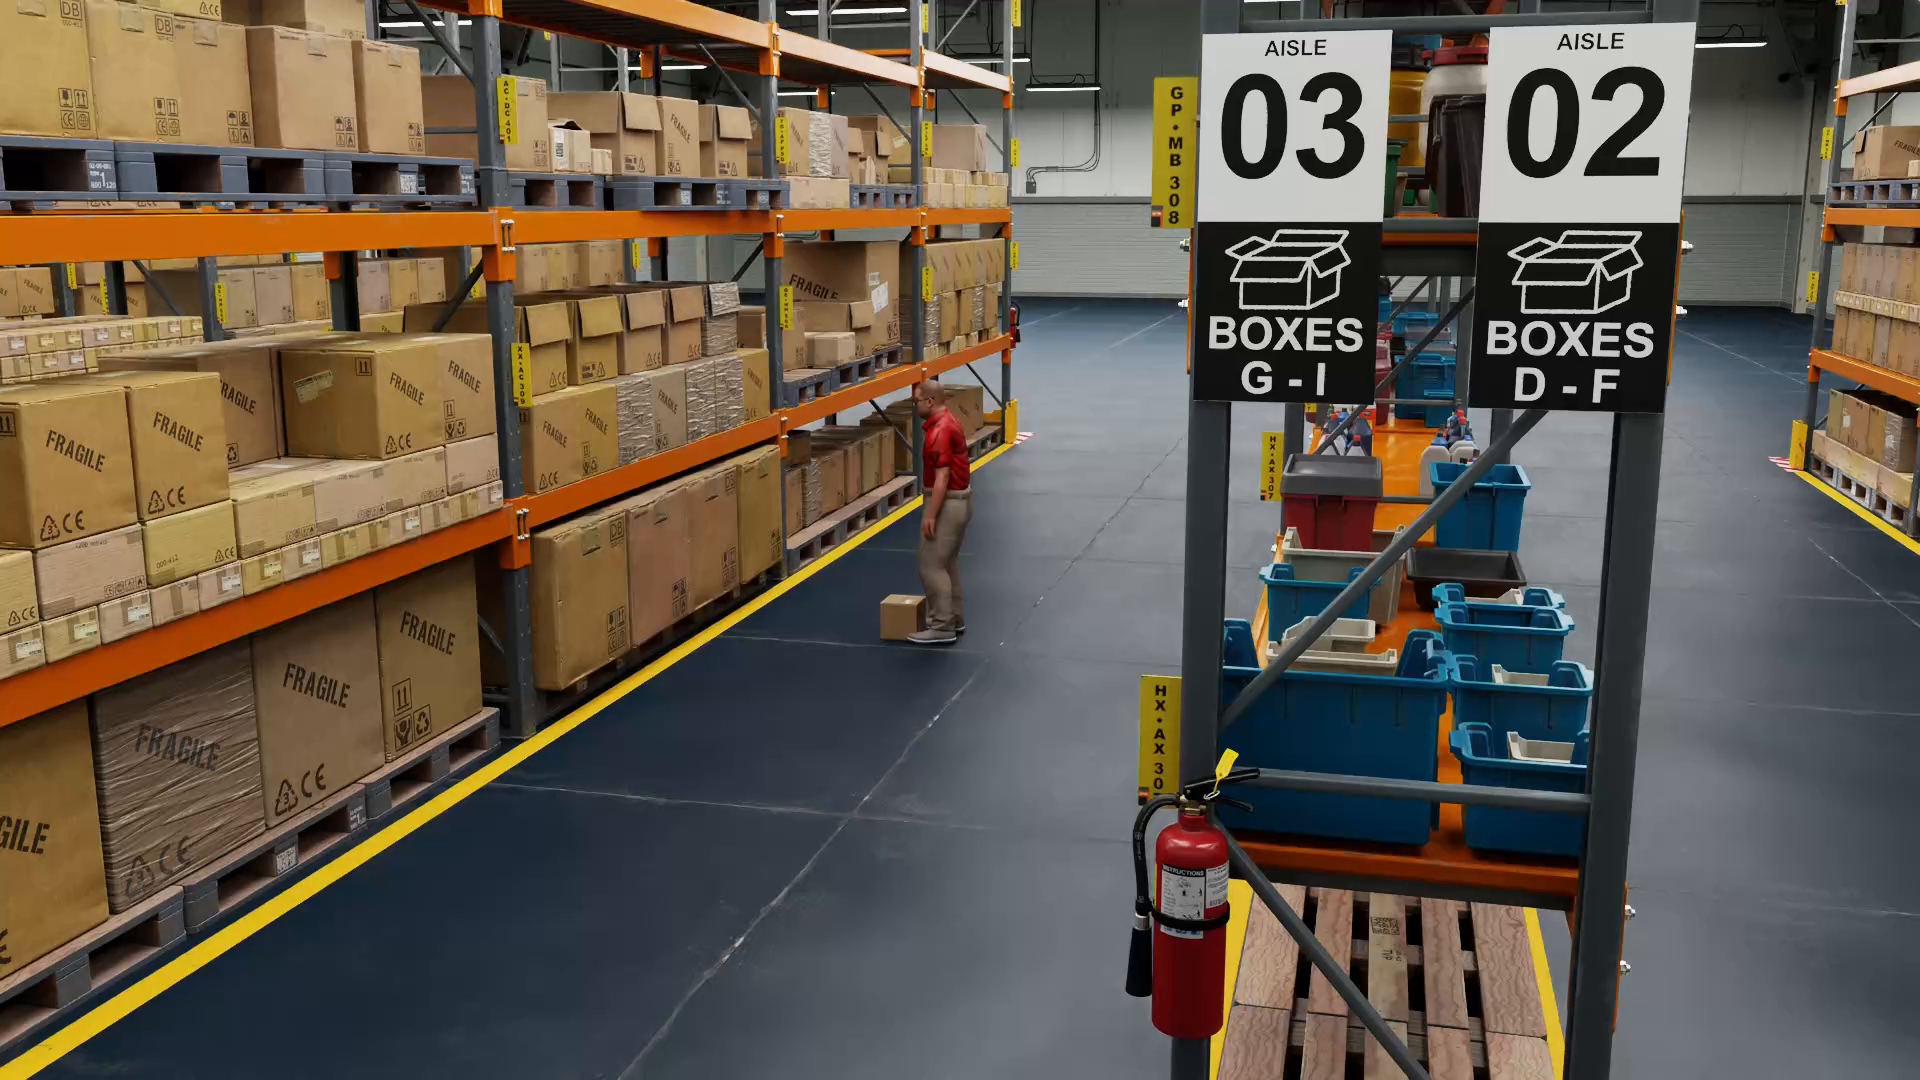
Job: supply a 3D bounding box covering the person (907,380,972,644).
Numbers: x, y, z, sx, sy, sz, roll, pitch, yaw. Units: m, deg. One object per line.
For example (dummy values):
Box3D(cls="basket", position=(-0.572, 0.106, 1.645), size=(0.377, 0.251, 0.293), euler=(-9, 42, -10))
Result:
Box3D(cls="person", position=(-0.133, -0.193, 10.941), size=(0.394, 1.726, 0.600), euler=(2, 12, 10))
